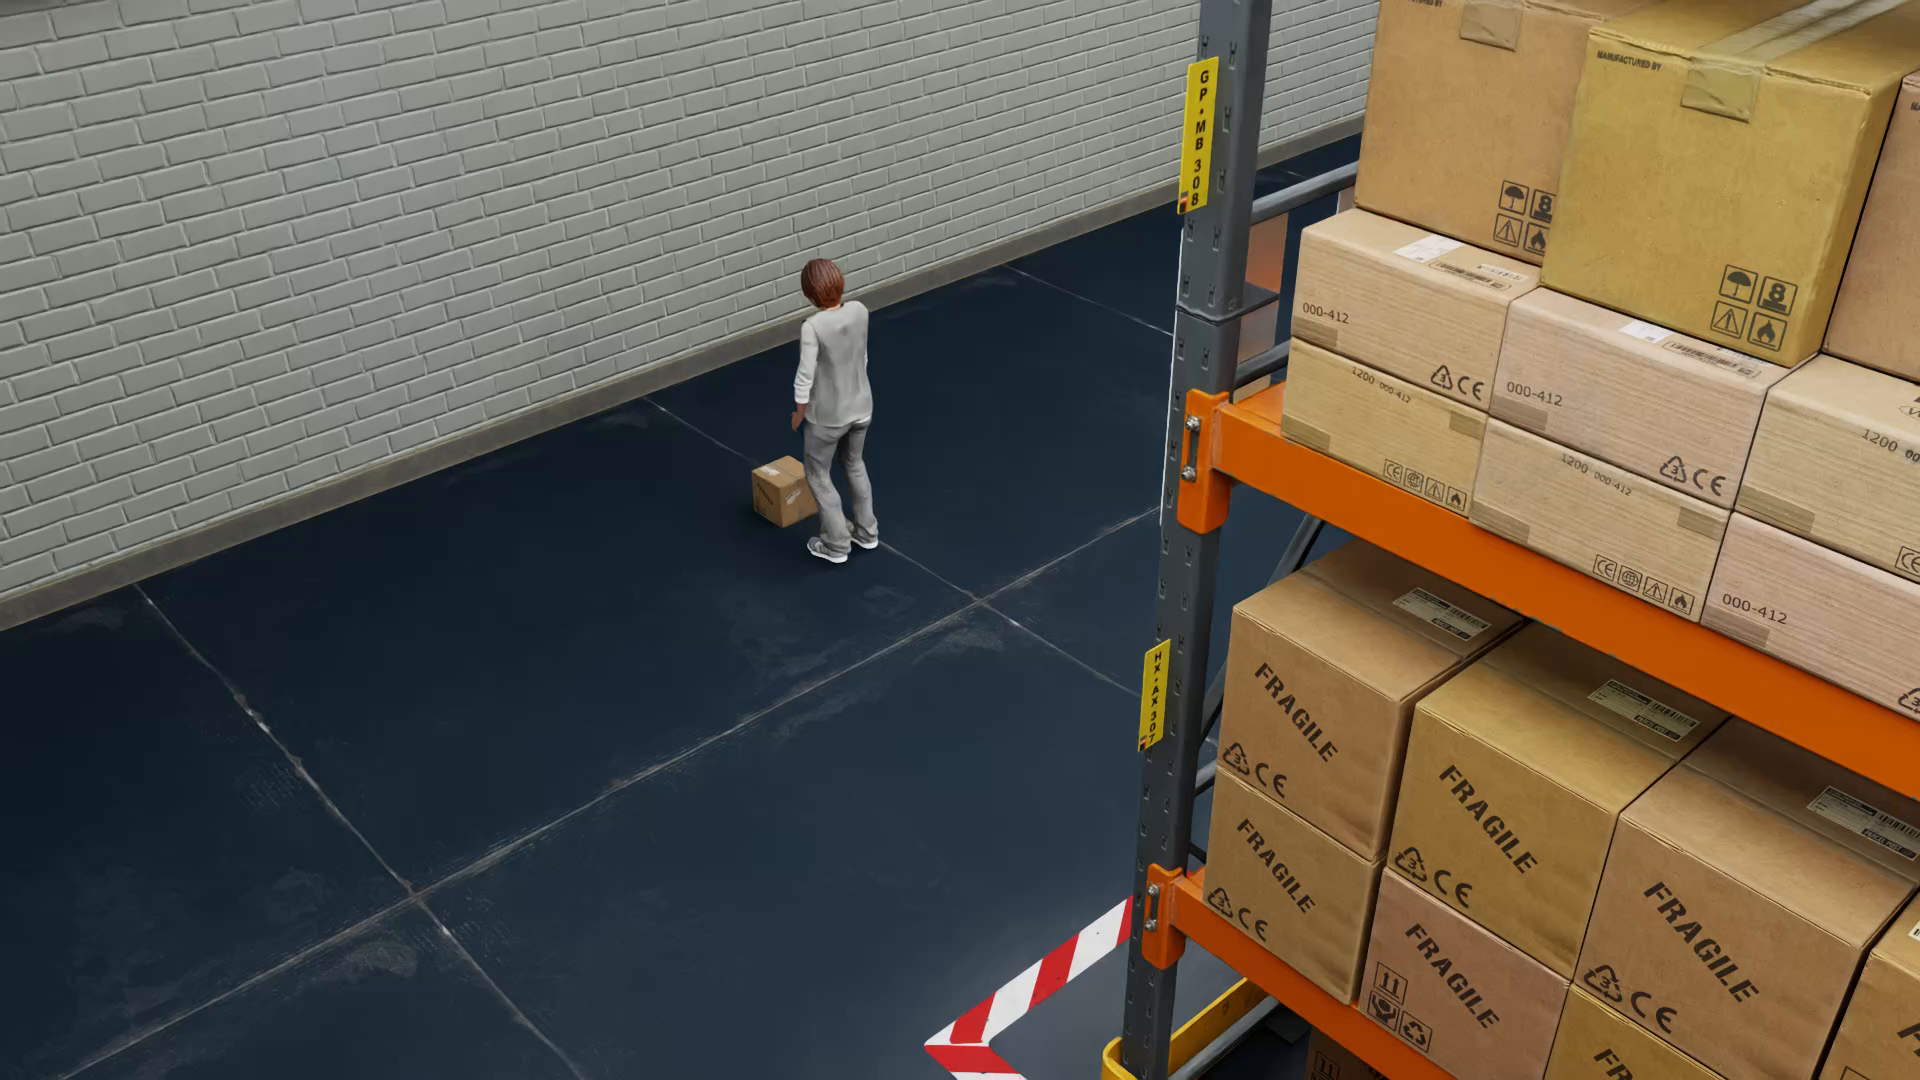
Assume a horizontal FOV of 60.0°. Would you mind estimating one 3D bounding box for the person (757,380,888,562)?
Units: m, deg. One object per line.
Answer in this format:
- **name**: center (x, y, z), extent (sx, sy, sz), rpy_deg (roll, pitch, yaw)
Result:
- **person**: center (-0.714, -0.419, 8.445), extent (0.860, 0.923, 0.393), rpy_deg (28, 41, 36)
